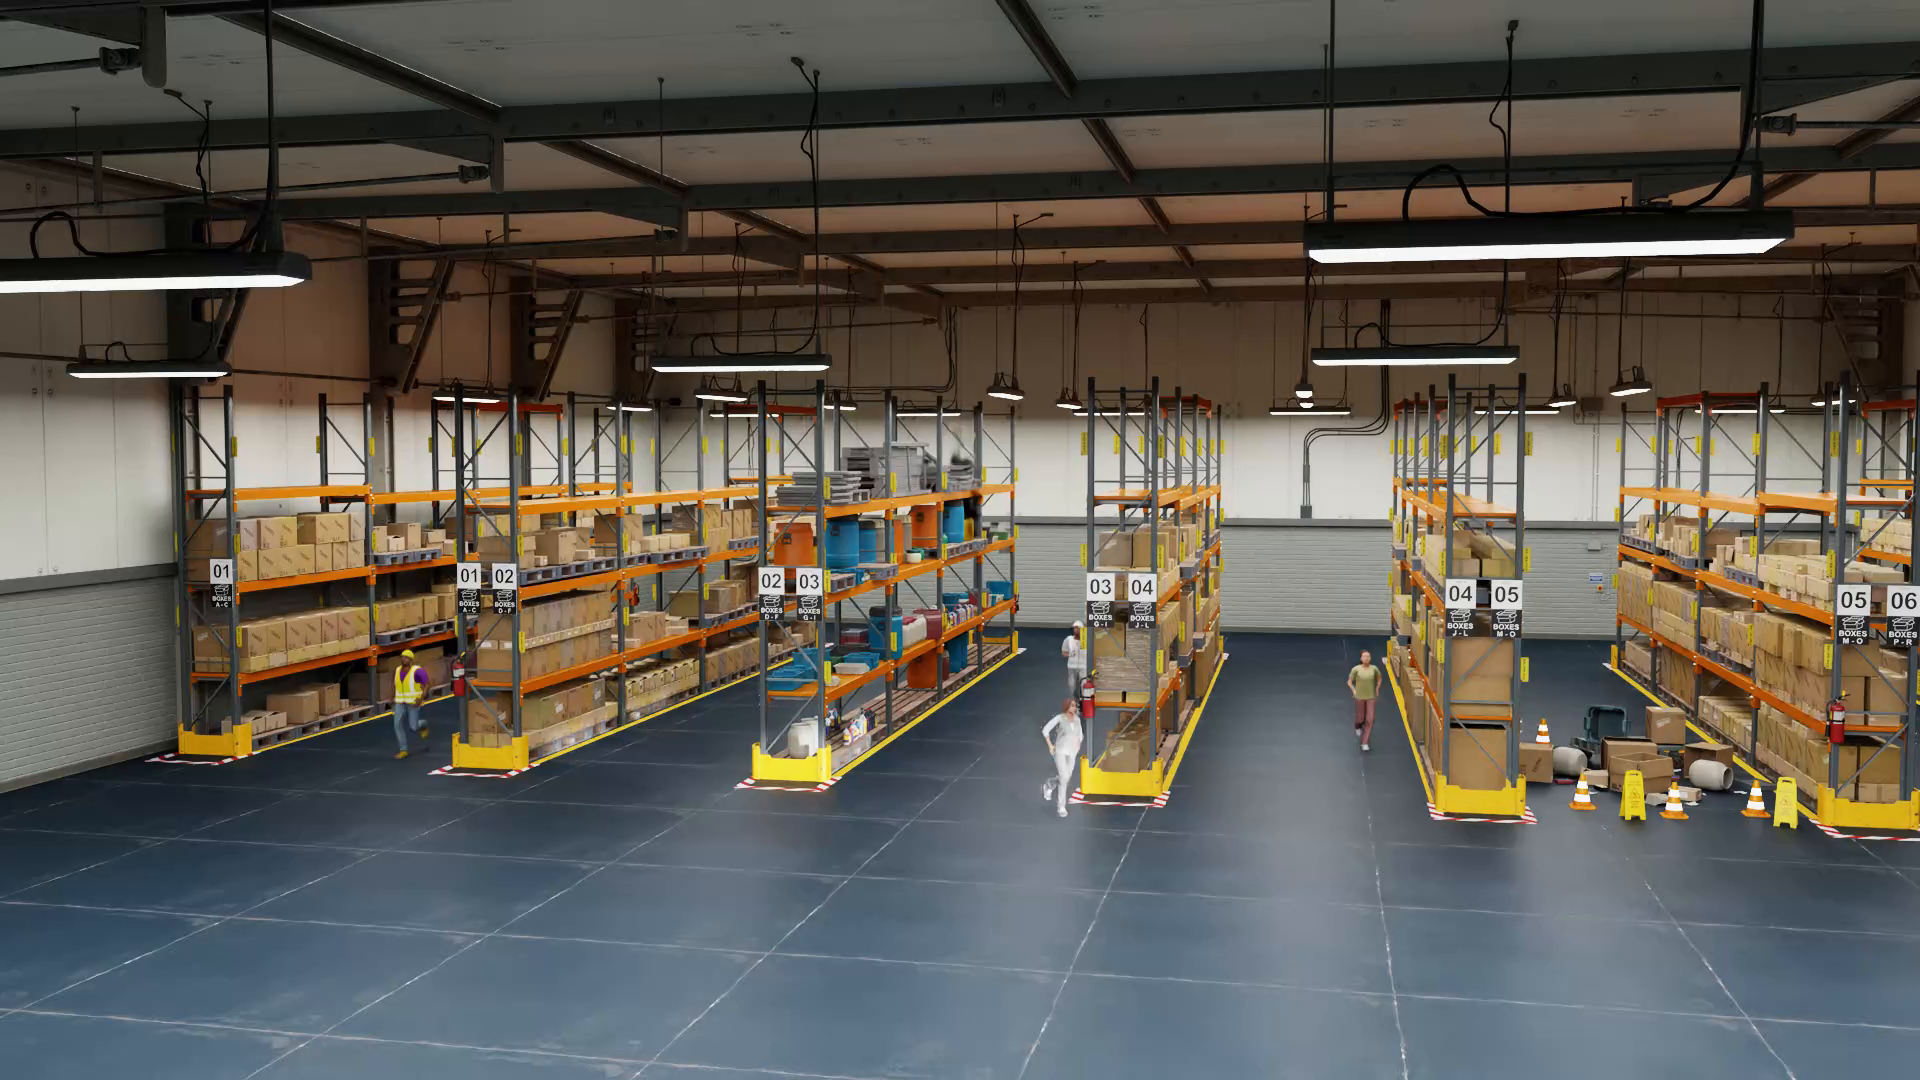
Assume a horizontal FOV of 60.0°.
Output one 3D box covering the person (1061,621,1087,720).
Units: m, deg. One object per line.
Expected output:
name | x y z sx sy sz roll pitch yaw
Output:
person | 2.201 2.408 30.659 0.667 1.834 0.744 1 3 10

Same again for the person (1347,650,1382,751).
person | 6.749 2.641 27.687 0.579 1.641 0.731 0 3 5

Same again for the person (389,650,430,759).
person | -8.970 2.644 27.063 0.702 1.729 0.832 0 3 6

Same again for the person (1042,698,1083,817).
person | 1.419 2.955 22.898 0.572 1.575 0.746 -2 4 -28
